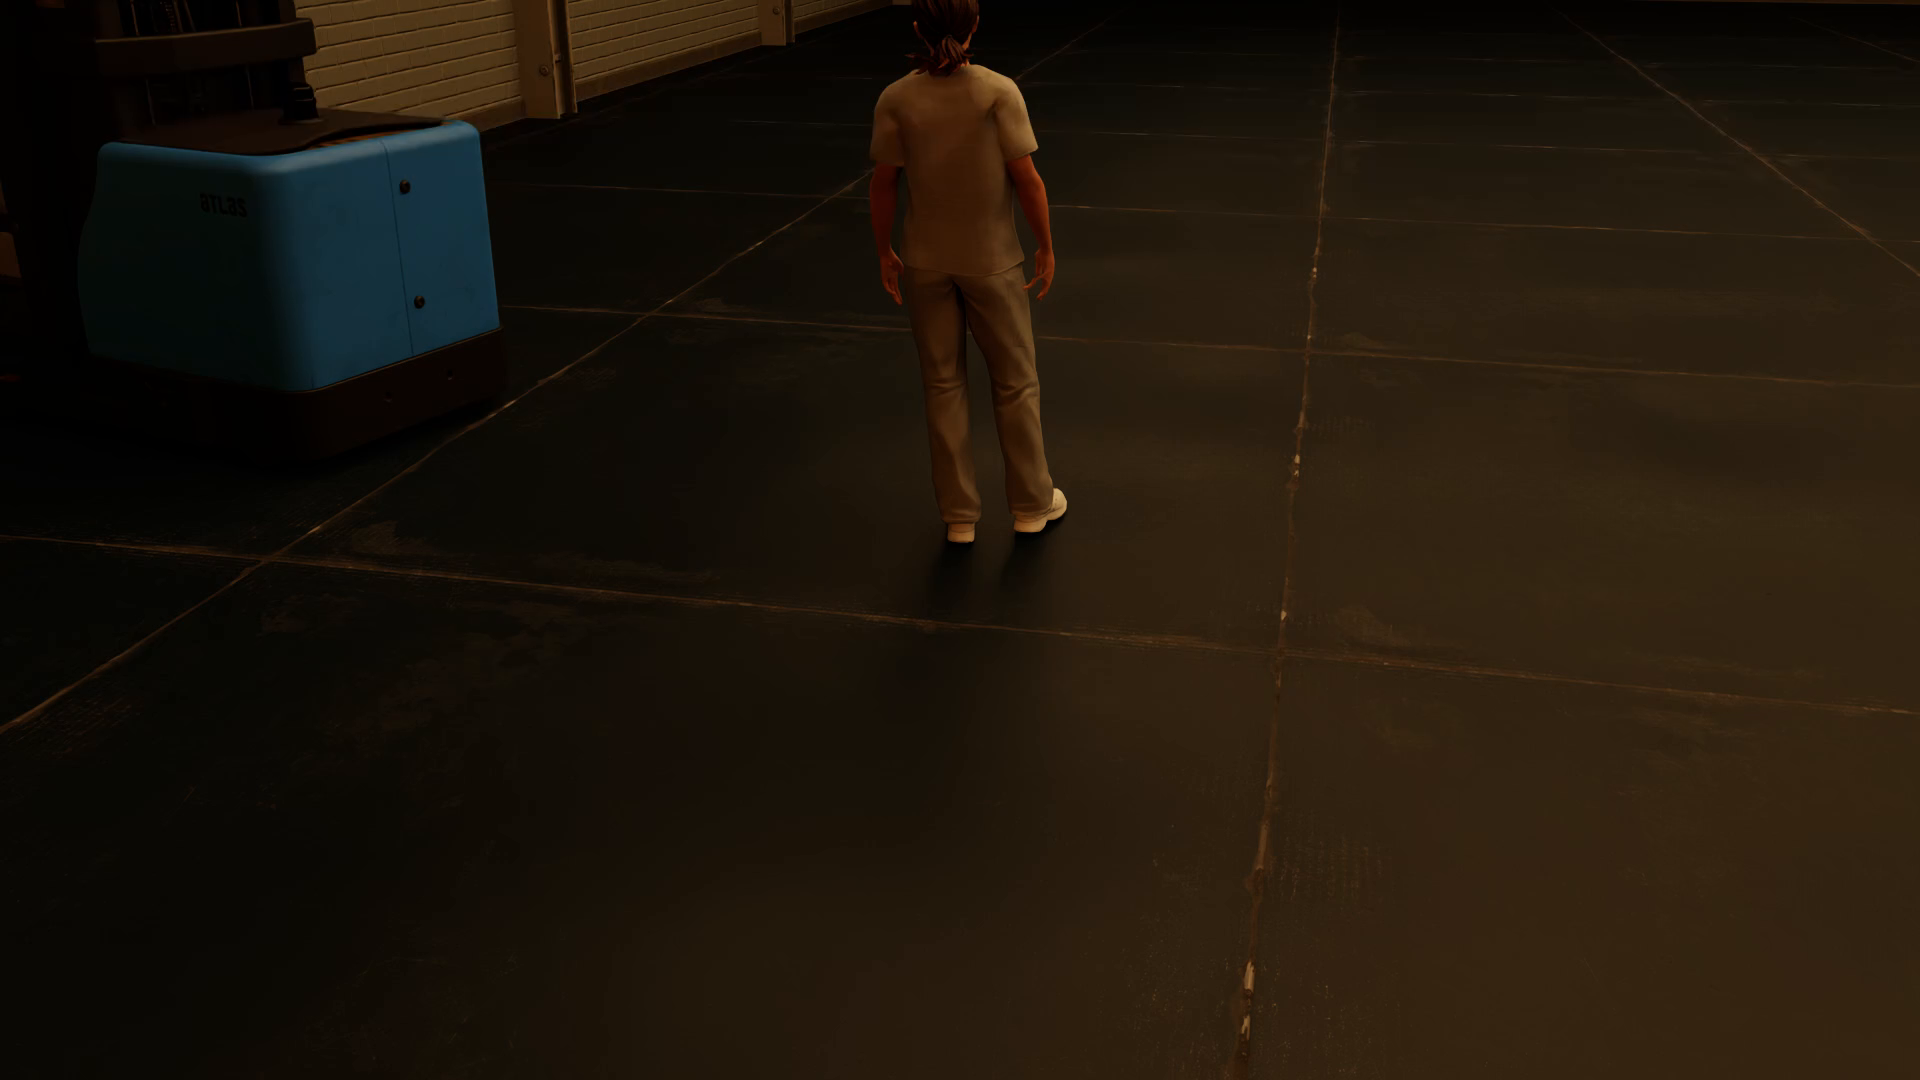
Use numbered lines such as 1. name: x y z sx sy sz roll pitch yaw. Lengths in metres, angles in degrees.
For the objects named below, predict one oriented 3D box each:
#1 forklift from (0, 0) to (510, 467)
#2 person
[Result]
1. forklift: -3.281 -1.981 6.126 3.031 2.935 1.130 11 25 25
2. person: 0.029 -0.808 4.893 0.550 1.675 0.549 5 23 11
